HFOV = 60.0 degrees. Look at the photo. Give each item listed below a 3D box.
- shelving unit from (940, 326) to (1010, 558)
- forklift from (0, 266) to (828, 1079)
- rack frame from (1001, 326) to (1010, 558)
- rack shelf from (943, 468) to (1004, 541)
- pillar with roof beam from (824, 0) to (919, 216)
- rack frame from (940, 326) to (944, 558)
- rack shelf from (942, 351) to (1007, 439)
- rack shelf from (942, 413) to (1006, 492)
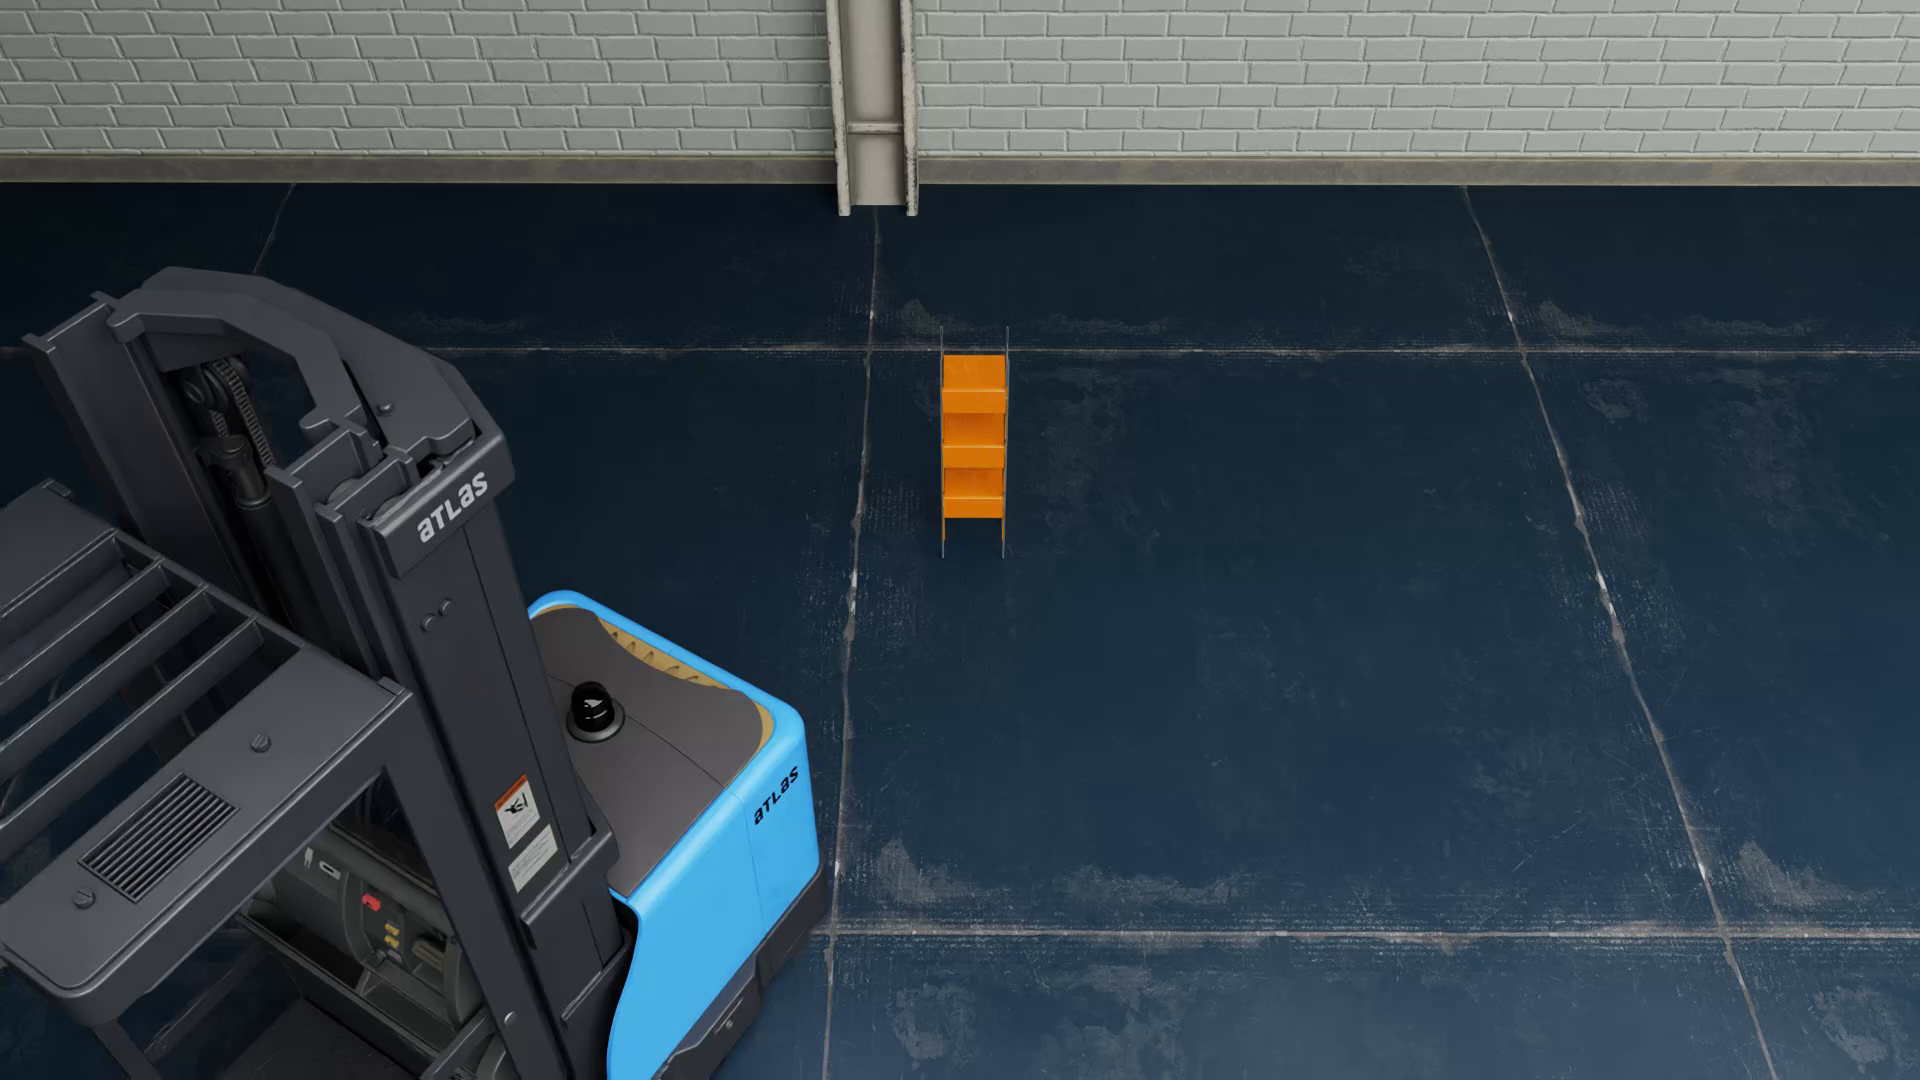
[{"bbox_3d":[0.054,-0.358,6.446,0.252,1.050,0.215,0,47,0],"label":"shelving unit"},{"bbox_3d":[-1.661,0.965,3.930,1.130,2.935,3.031,25,52,22],"label":"forklift"},{"bbox_3d":[0.176,-0.357,6.446,0.008,1.050,0.200,0,47,0],"label":"rack frame"},{"bbox_3d":[0.054,-0.161,6.658,0.240,0.259,0.215,0,47,0],"label":"rack shelf"},{"bbox_3d":[-0.428,-1.656,2.225,0.400,9.000,9.100,0,47,0],"label":"pillar with roof beam"},{"bbox_3d":[-0.068,-0.358,6.447,0.008,1.050,0.200,0,47,0],"label":"rack frame"},{"bbox_3d":[0.054,-0.544,6.246,0.240,0.259,0.215,0,47,0],"label":"rack shelf"},{"bbox_3d":[0.054,-0.350,6.454,0.240,0.259,0.215,0,47,0],"label":"rack shelf"}]
